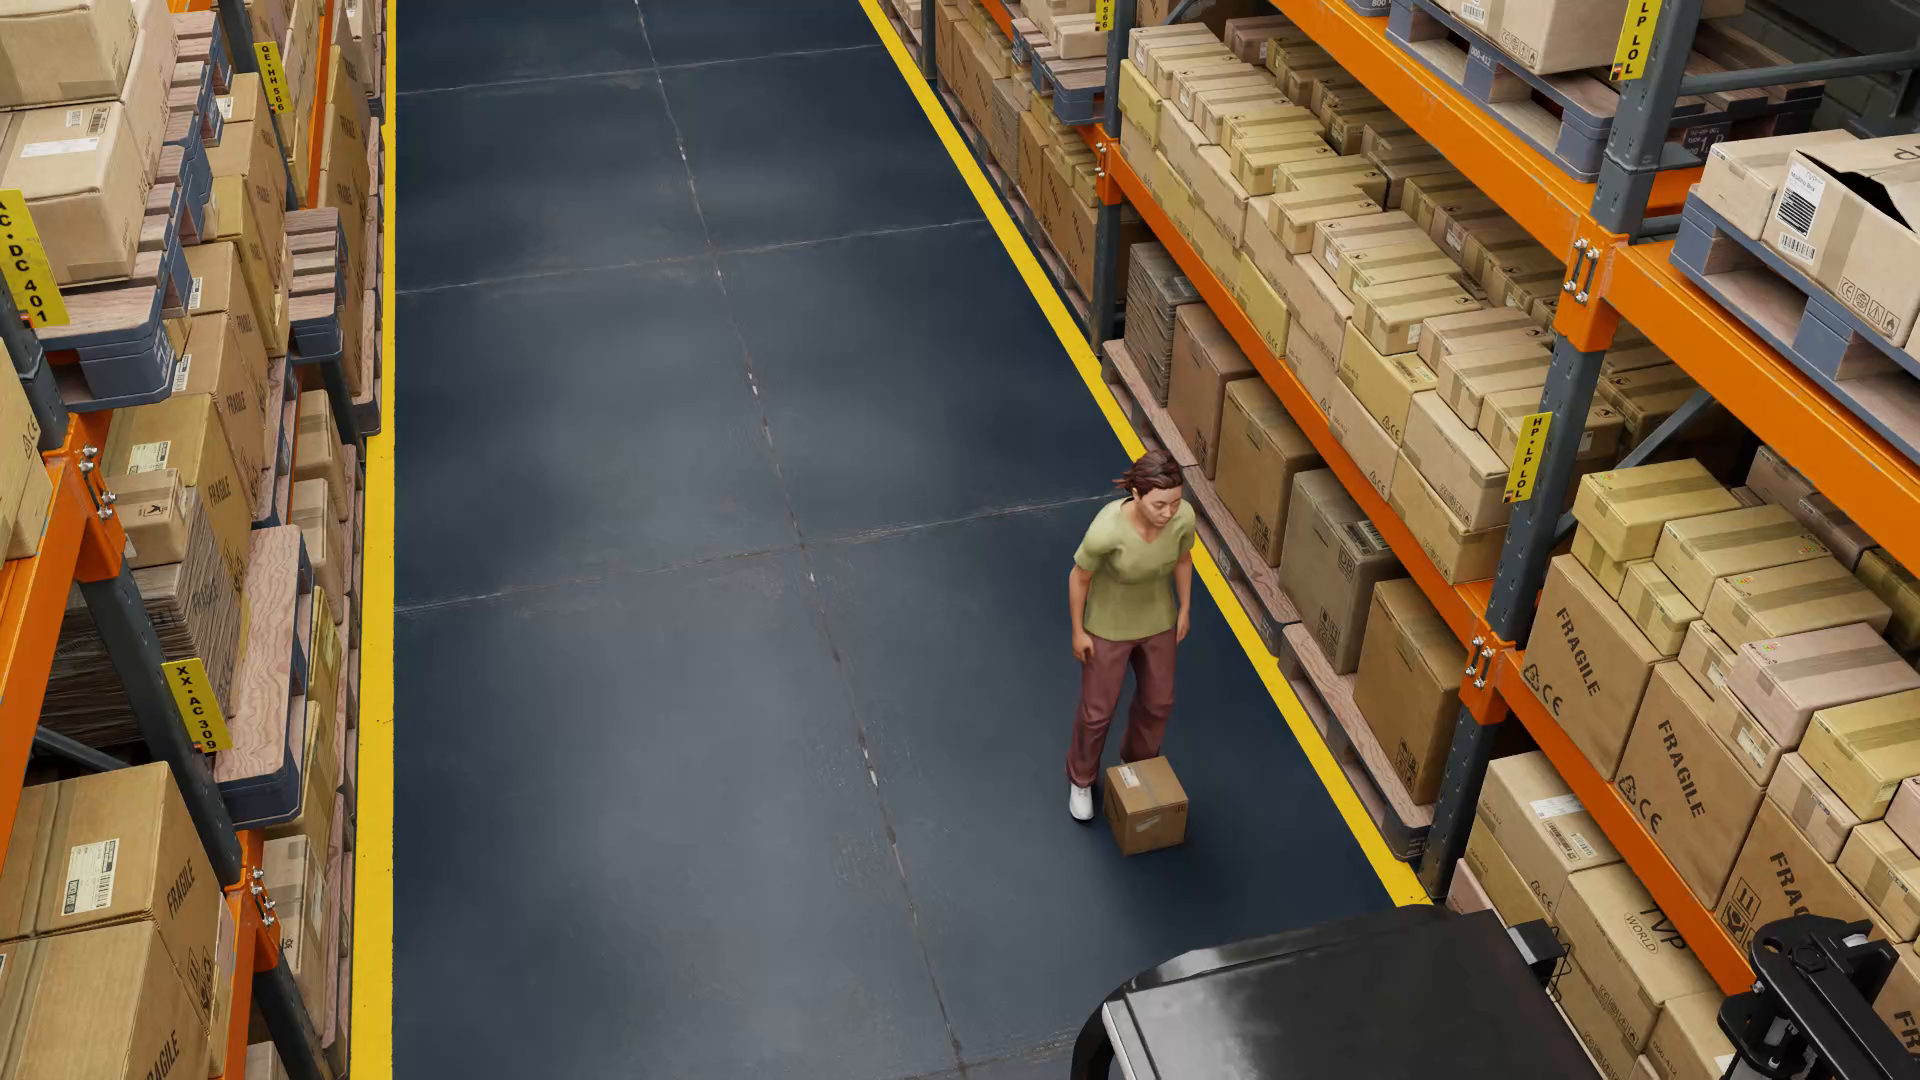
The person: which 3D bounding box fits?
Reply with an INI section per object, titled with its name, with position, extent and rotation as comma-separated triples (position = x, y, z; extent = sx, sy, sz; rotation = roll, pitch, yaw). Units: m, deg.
[person]
position = 0.654, 0.339, 6.287
extent = 0.502, 1.671, 0.364
rotation = -11, 40, -14
